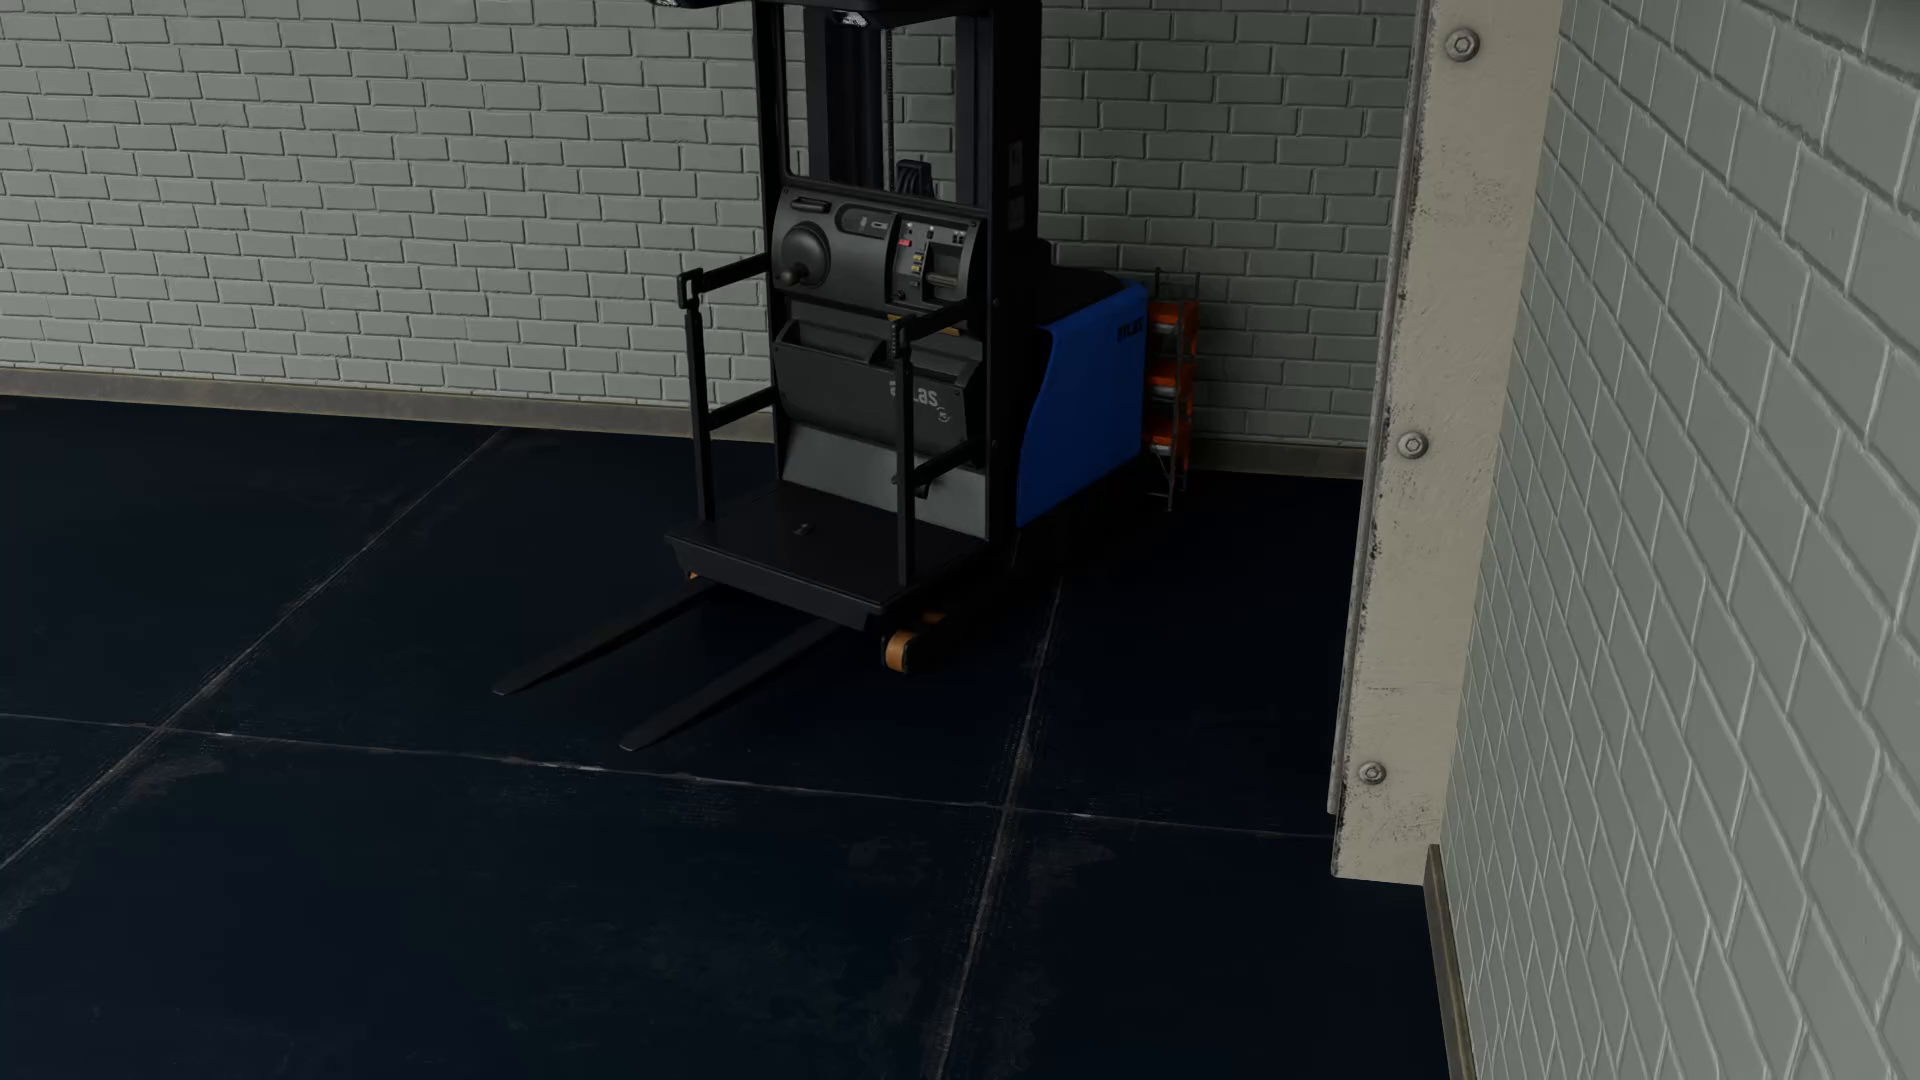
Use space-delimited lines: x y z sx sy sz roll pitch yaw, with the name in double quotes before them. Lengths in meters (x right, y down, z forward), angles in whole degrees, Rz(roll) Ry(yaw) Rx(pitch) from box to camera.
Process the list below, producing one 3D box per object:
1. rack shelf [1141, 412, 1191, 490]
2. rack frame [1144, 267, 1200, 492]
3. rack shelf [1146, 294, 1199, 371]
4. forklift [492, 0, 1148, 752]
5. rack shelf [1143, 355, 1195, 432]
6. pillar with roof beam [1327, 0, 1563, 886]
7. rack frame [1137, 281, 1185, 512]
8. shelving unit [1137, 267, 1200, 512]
"rack shelf" 0.912 -0.407 7.562 0.215 0.259 0.240 10 27 20
"rack frame" 0.959 -0.716 7.541 0.200 1.050 0.008 10 27 20
"rack shelf" 0.913 -0.916 7.323 0.215 0.259 0.240 10 27 20
"forklift" -0.445 -1.060 6.057 1.130 2.935 3.031 17 30 31
"rack shelf" 0.912 -0.659 7.444 0.215 0.259 0.240 10 27 20
"pillar with roof beam" -2.931 -3.422 3.946 9.100 9.000 0.400 4 25 9
"rack frame" 0.866 -0.621 7.337 0.200 1.050 0.008 10 27 20
"shelving unit" 0.912 -0.668 7.439 0.215 1.050 0.252 10 27 20
